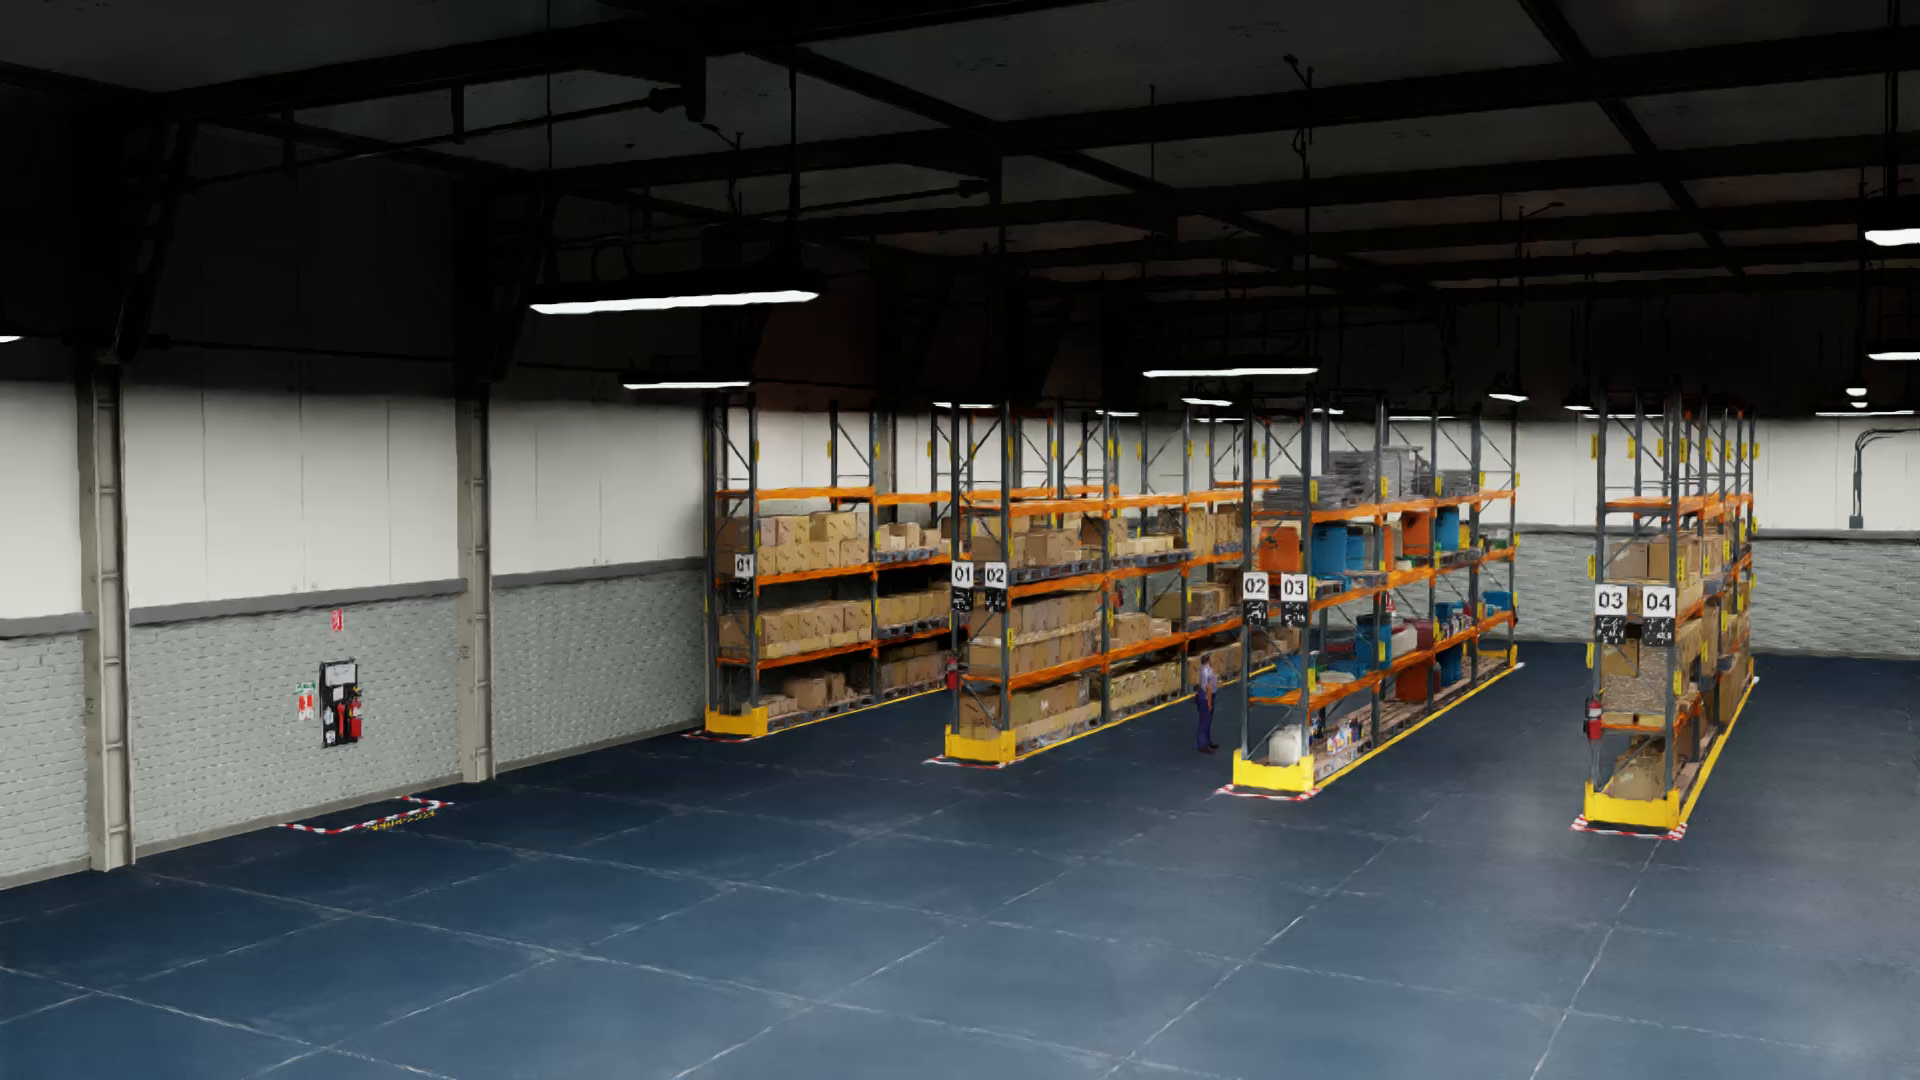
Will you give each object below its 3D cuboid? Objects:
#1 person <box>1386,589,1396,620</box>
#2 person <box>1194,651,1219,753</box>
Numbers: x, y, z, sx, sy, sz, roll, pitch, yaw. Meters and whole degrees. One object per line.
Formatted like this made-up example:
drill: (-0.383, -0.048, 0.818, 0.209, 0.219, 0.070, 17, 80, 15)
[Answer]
person: (10.848, 1.832, 42.626, 0.553, 1.706, 1.123, 2, 4, 31)
person: (4.122, 2.676, 27.617, 0.429, 1.656, 0.533, 0, 3, -2)
